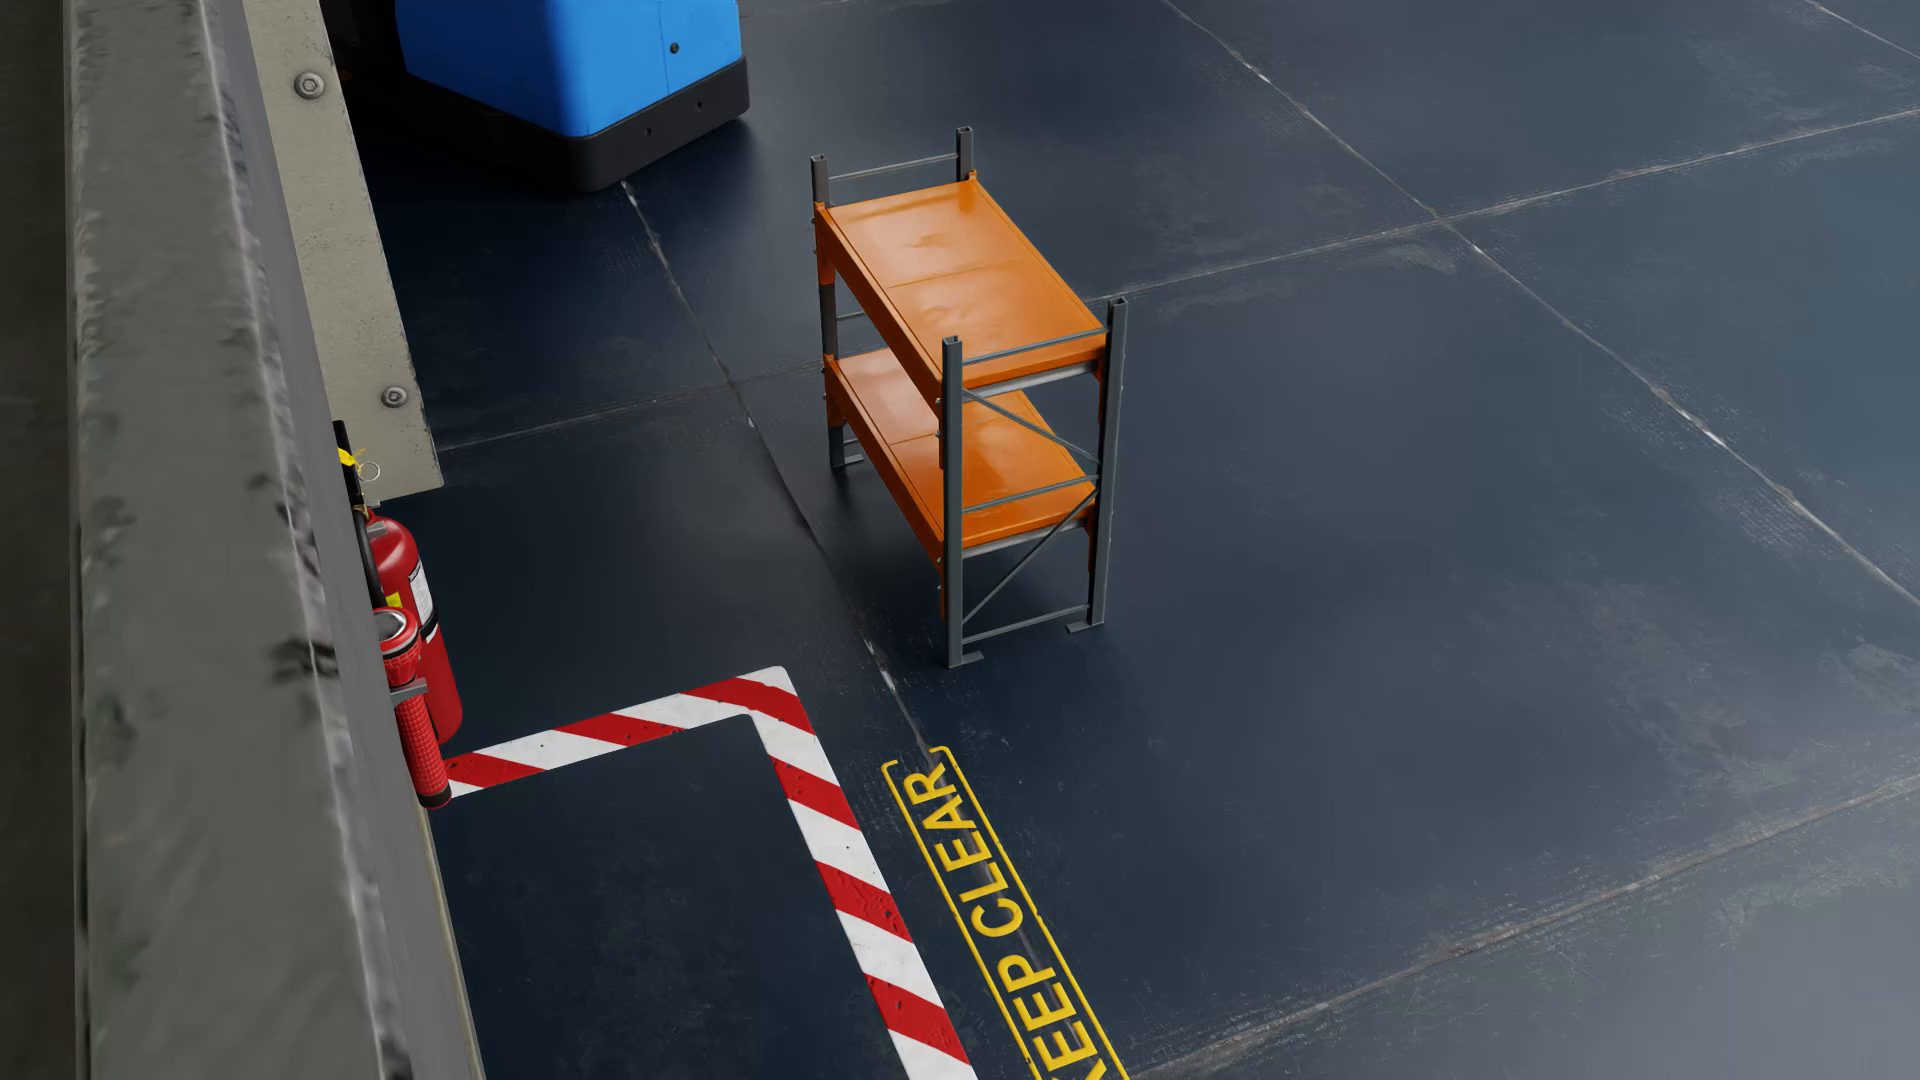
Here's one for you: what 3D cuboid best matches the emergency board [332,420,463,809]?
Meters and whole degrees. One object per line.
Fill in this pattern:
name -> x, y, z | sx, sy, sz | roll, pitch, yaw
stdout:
emergency board -> -1.000, 0.102, 2.831 | 0.194, 1.169, 0.643 | -15, 43, -17

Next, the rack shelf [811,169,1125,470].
rack shelf -> -0.003, -0.652, 4.697 | 0.538, 0.278, 1.000 | -15, 43, -17

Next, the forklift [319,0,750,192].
forklift -> -2.415, -3.312, 6.854 | 3.031, 2.935, 1.130 | 26, 47, 27

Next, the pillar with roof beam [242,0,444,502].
pillar with roof beam -> 2.067, -4.745, 3.866 | 9.100, 9.000, 0.400 | -15, 43, -17

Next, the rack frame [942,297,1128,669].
rack frame -> 0.192, -0.124, 4.532 | 0.500, 1.125, 0.032 | -15, 43, -17

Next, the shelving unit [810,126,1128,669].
shelving unit -> -0.003, -0.431, 4.888 | 0.538, 1.125, 1.048 | -15, 43, -17

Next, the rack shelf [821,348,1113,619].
rack shelf -> -0.003, -0.245, 5.047 | 0.538, 0.278, 1.000 | -15, 43, -17

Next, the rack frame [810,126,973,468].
rack frame -> -0.197, -0.737, 5.244 | 0.500, 1.125, 0.032 | -15, 43, -17
